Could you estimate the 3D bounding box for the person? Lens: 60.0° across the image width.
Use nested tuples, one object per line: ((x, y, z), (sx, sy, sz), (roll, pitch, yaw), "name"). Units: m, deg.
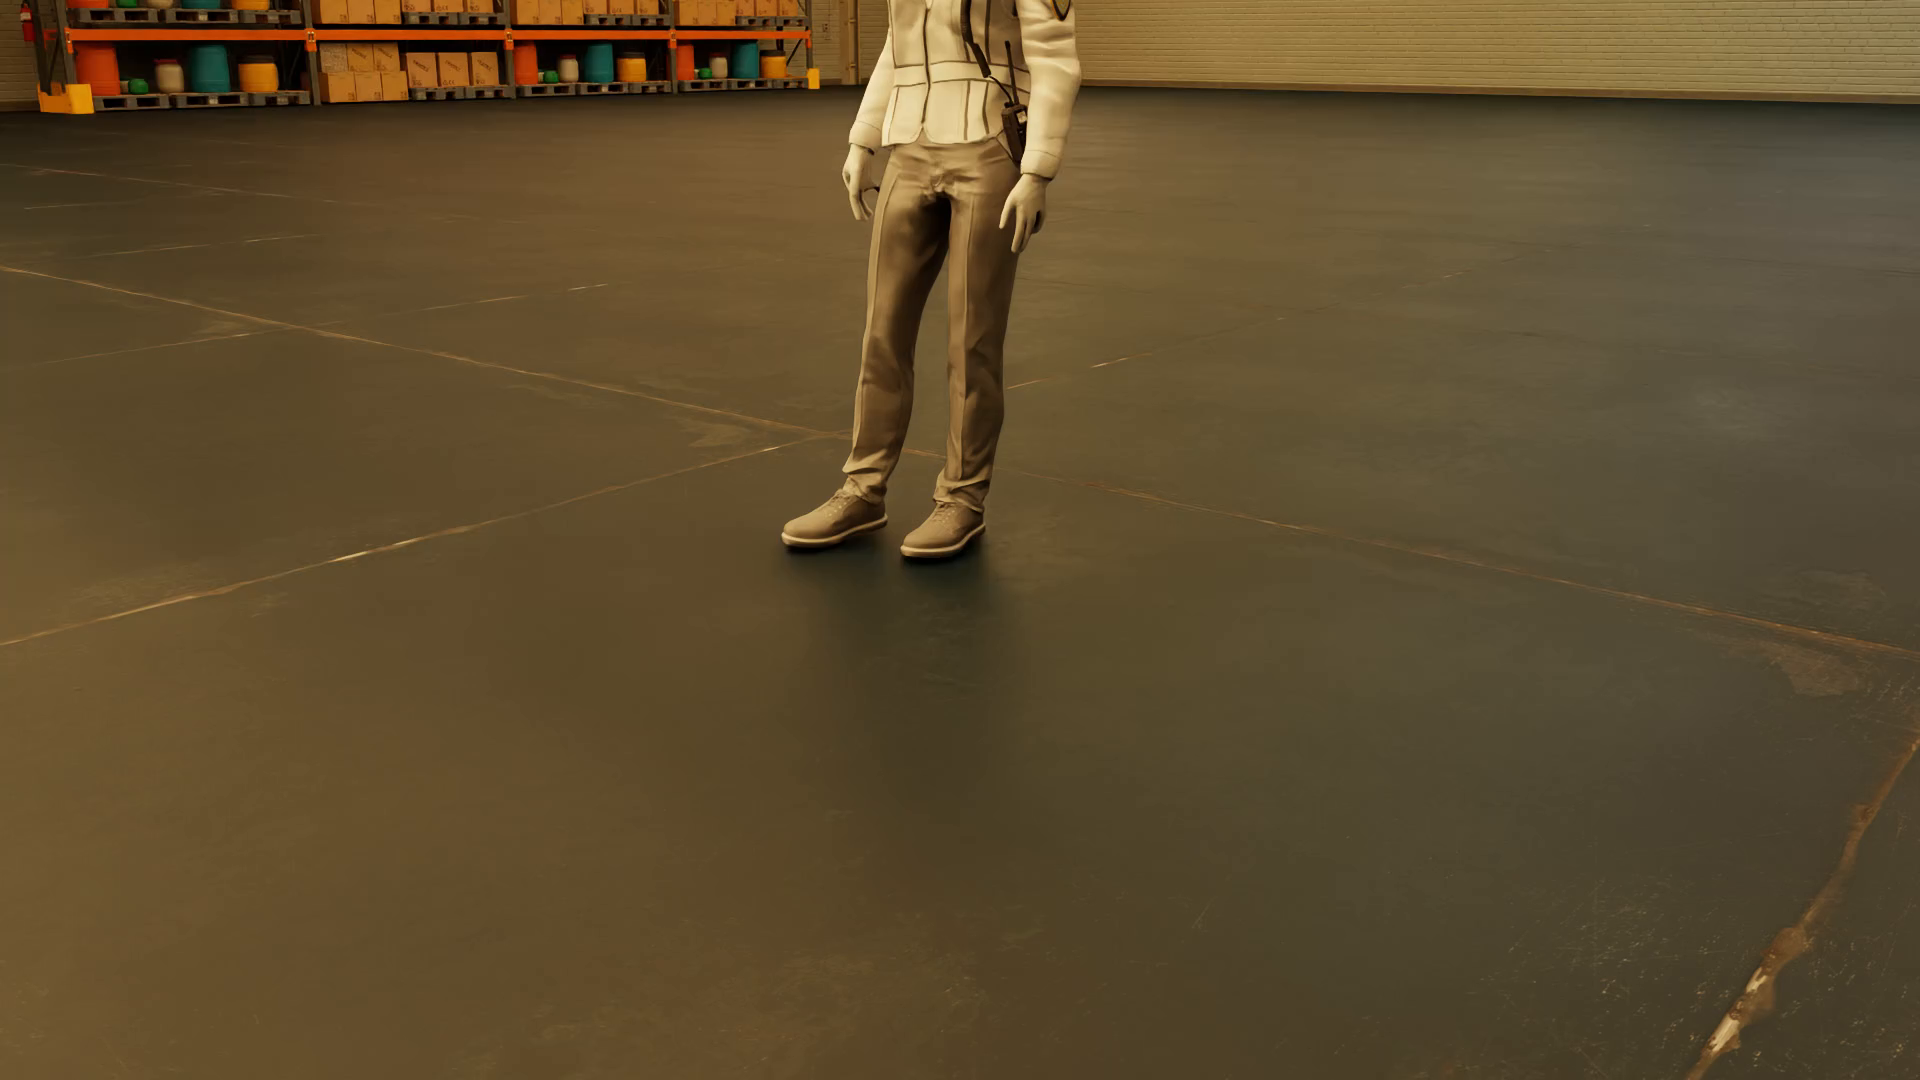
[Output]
((-0.049, -0.804, 3.647), (0.587, 1.695, 0.531), (13, 21, 37), "person")
